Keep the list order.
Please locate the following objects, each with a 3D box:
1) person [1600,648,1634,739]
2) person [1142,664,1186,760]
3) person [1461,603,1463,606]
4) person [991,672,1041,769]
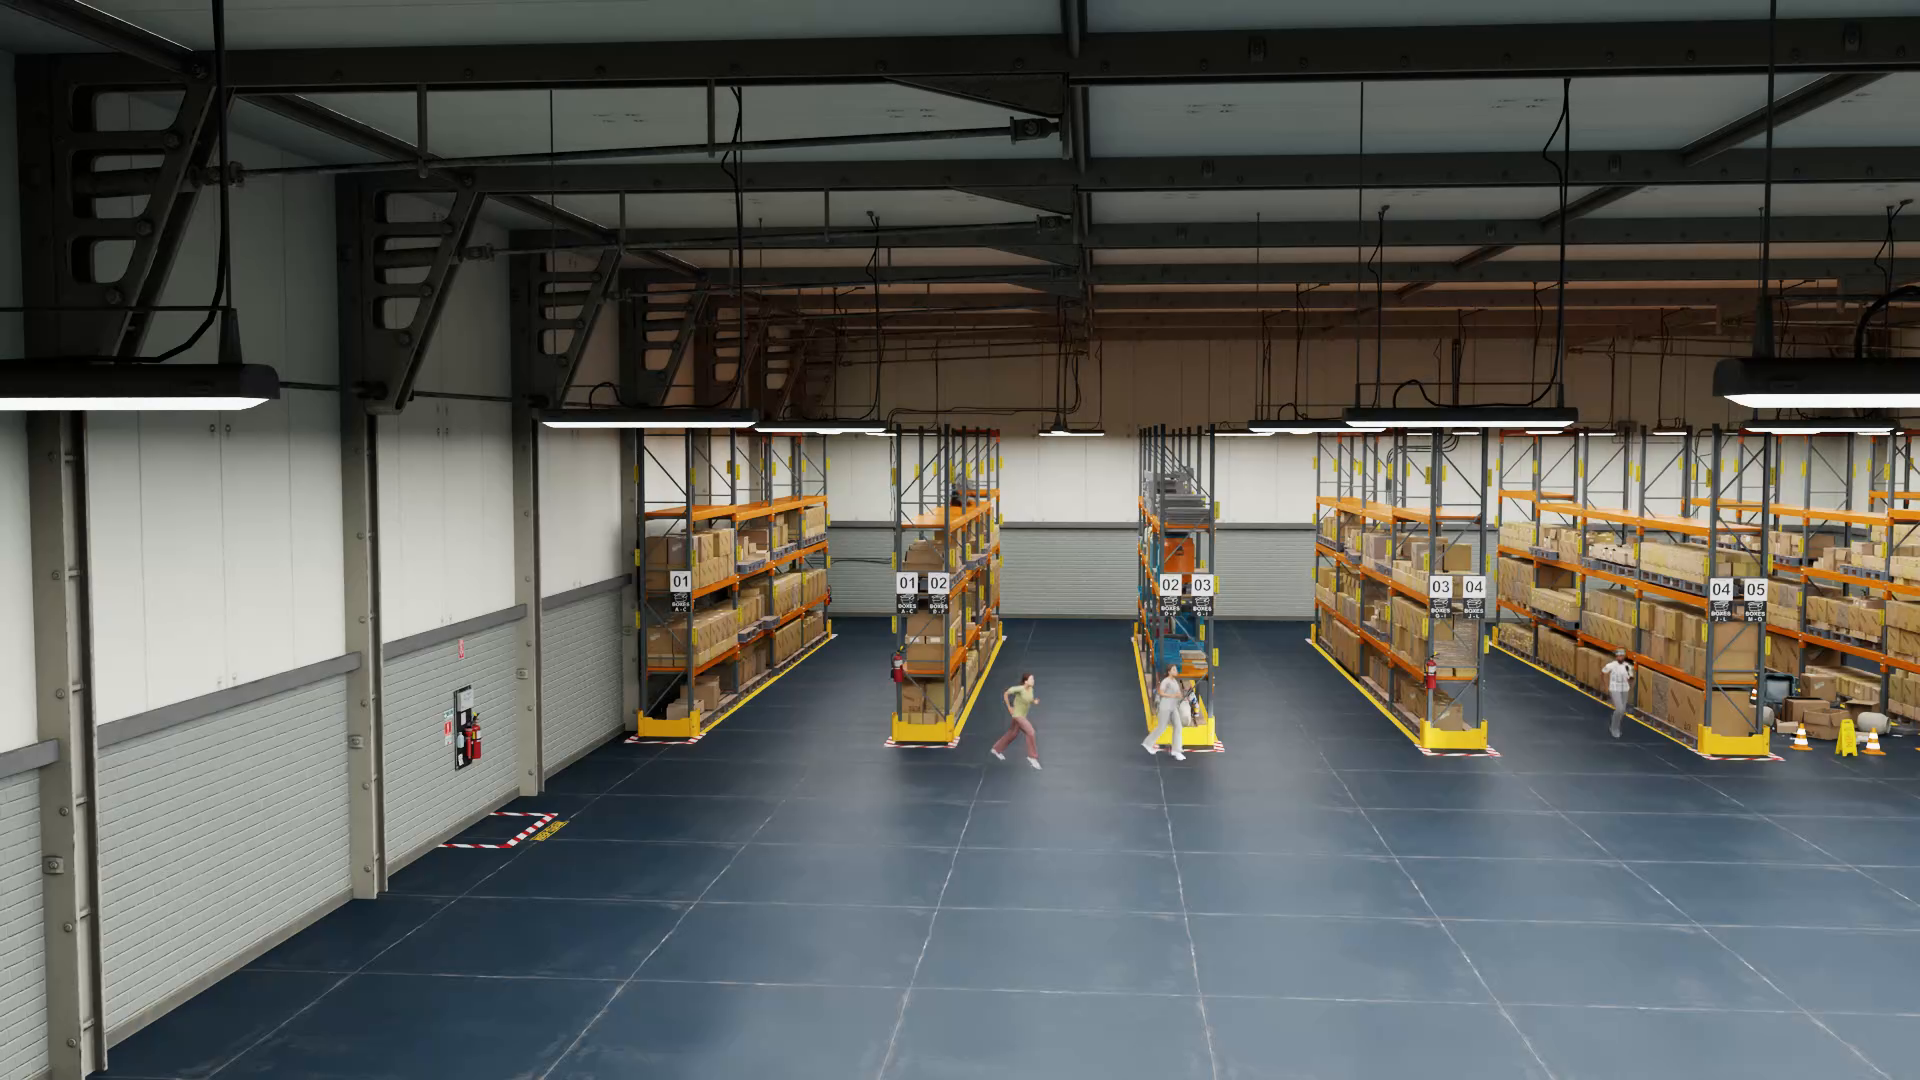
[{"bbox_3d":[12.655,2.940,31.934,0.543,1.741,0.725,0,3,-7],"label":"person"},{"bbox_3d":[3.735,3.064,29.911,0.873,1.693,0.577,3,5,41],"label":"person"},{"bbox_3d":[13.683,2.020,46.657,0.868,1.726,0.671,-3,5,-43],"label":"person"},{"bbox_3d":[0.985,3.135,29.127,0.986,1.675,0.578,2,4,26],"label":"person"}]
